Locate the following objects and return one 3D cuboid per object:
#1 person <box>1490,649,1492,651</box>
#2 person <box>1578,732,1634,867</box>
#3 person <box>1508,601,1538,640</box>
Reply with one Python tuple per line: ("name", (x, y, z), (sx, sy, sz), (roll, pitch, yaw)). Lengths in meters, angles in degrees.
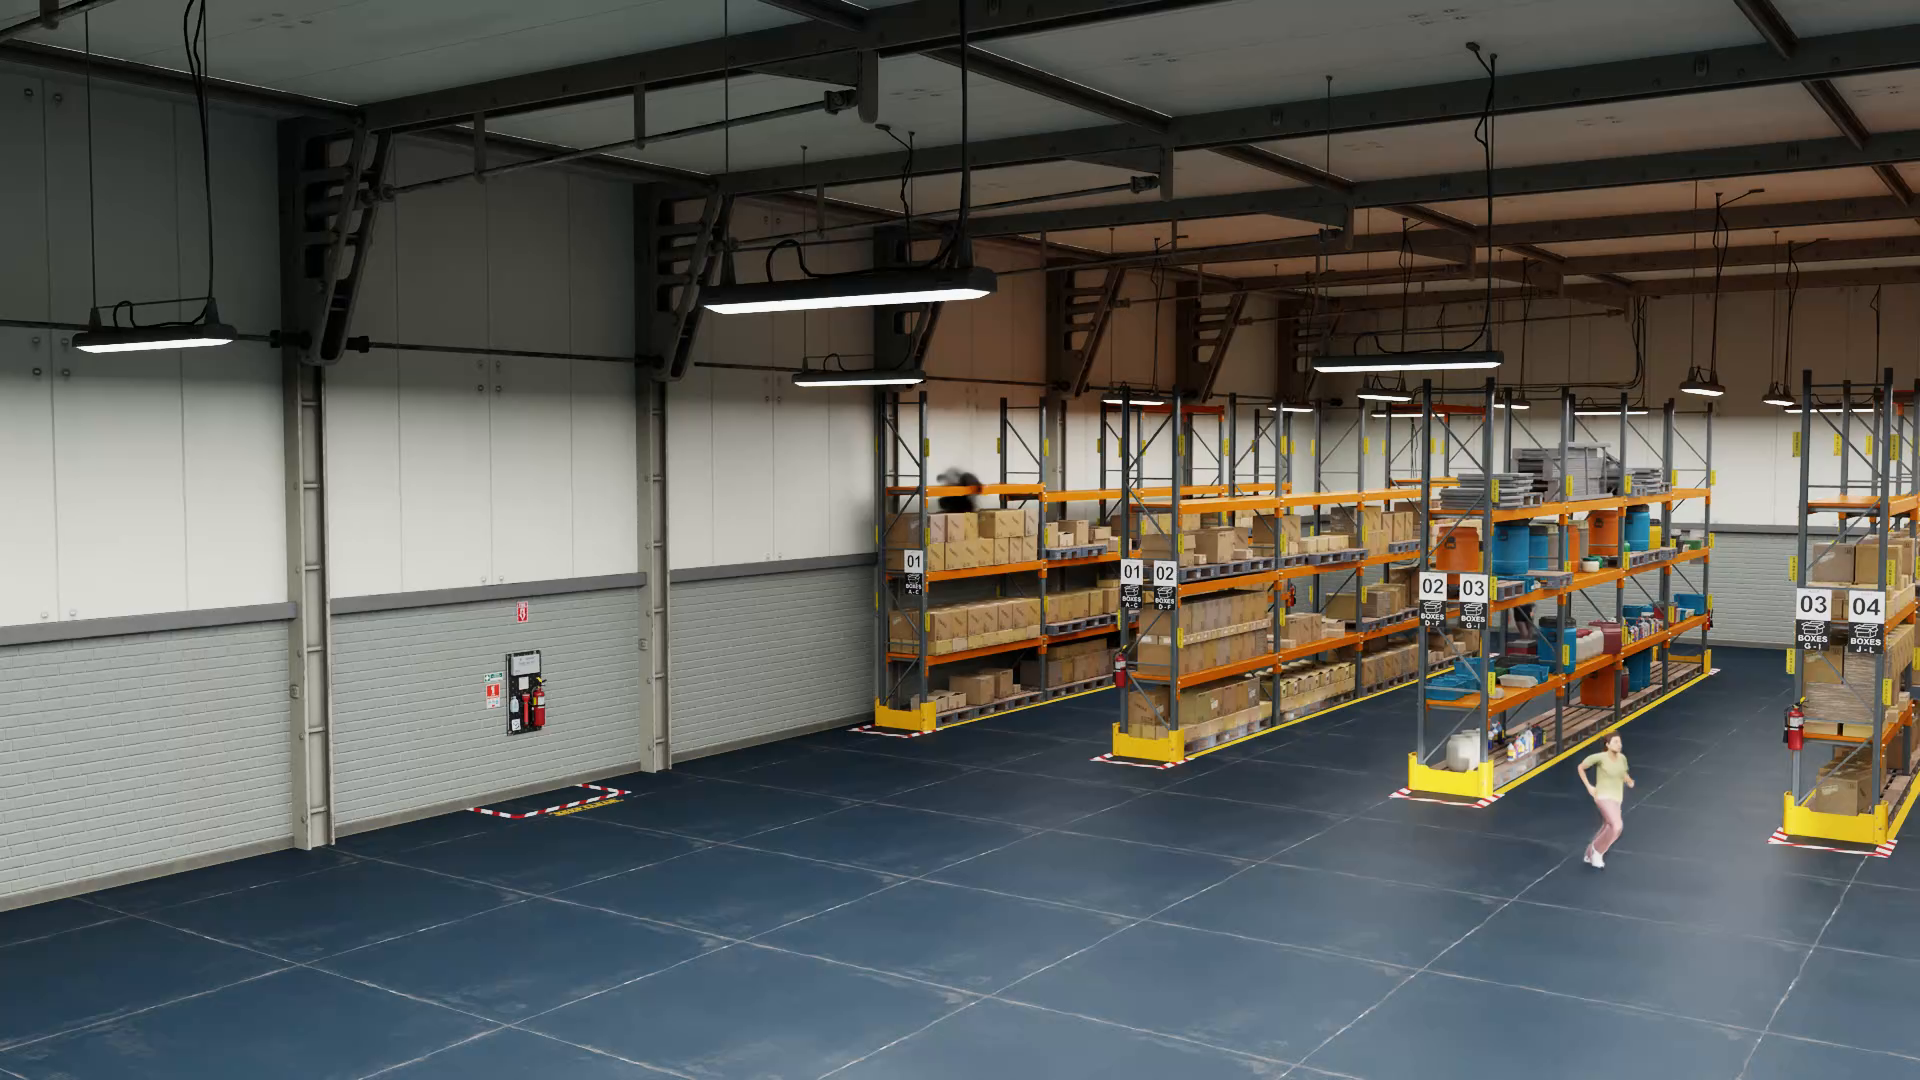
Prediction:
("person", (12.761, 1.918, 40.989), (0.743, 1.627, 0.613), (2, 4, 31))
("person", (7.678, 3.078, 19.686), (0.576, 1.627, 0.635), (-1, 3, -22))
("person", (13.368, 1.963, 39.497), (0.733, 1.764, 0.736), (0, 3, 0))
